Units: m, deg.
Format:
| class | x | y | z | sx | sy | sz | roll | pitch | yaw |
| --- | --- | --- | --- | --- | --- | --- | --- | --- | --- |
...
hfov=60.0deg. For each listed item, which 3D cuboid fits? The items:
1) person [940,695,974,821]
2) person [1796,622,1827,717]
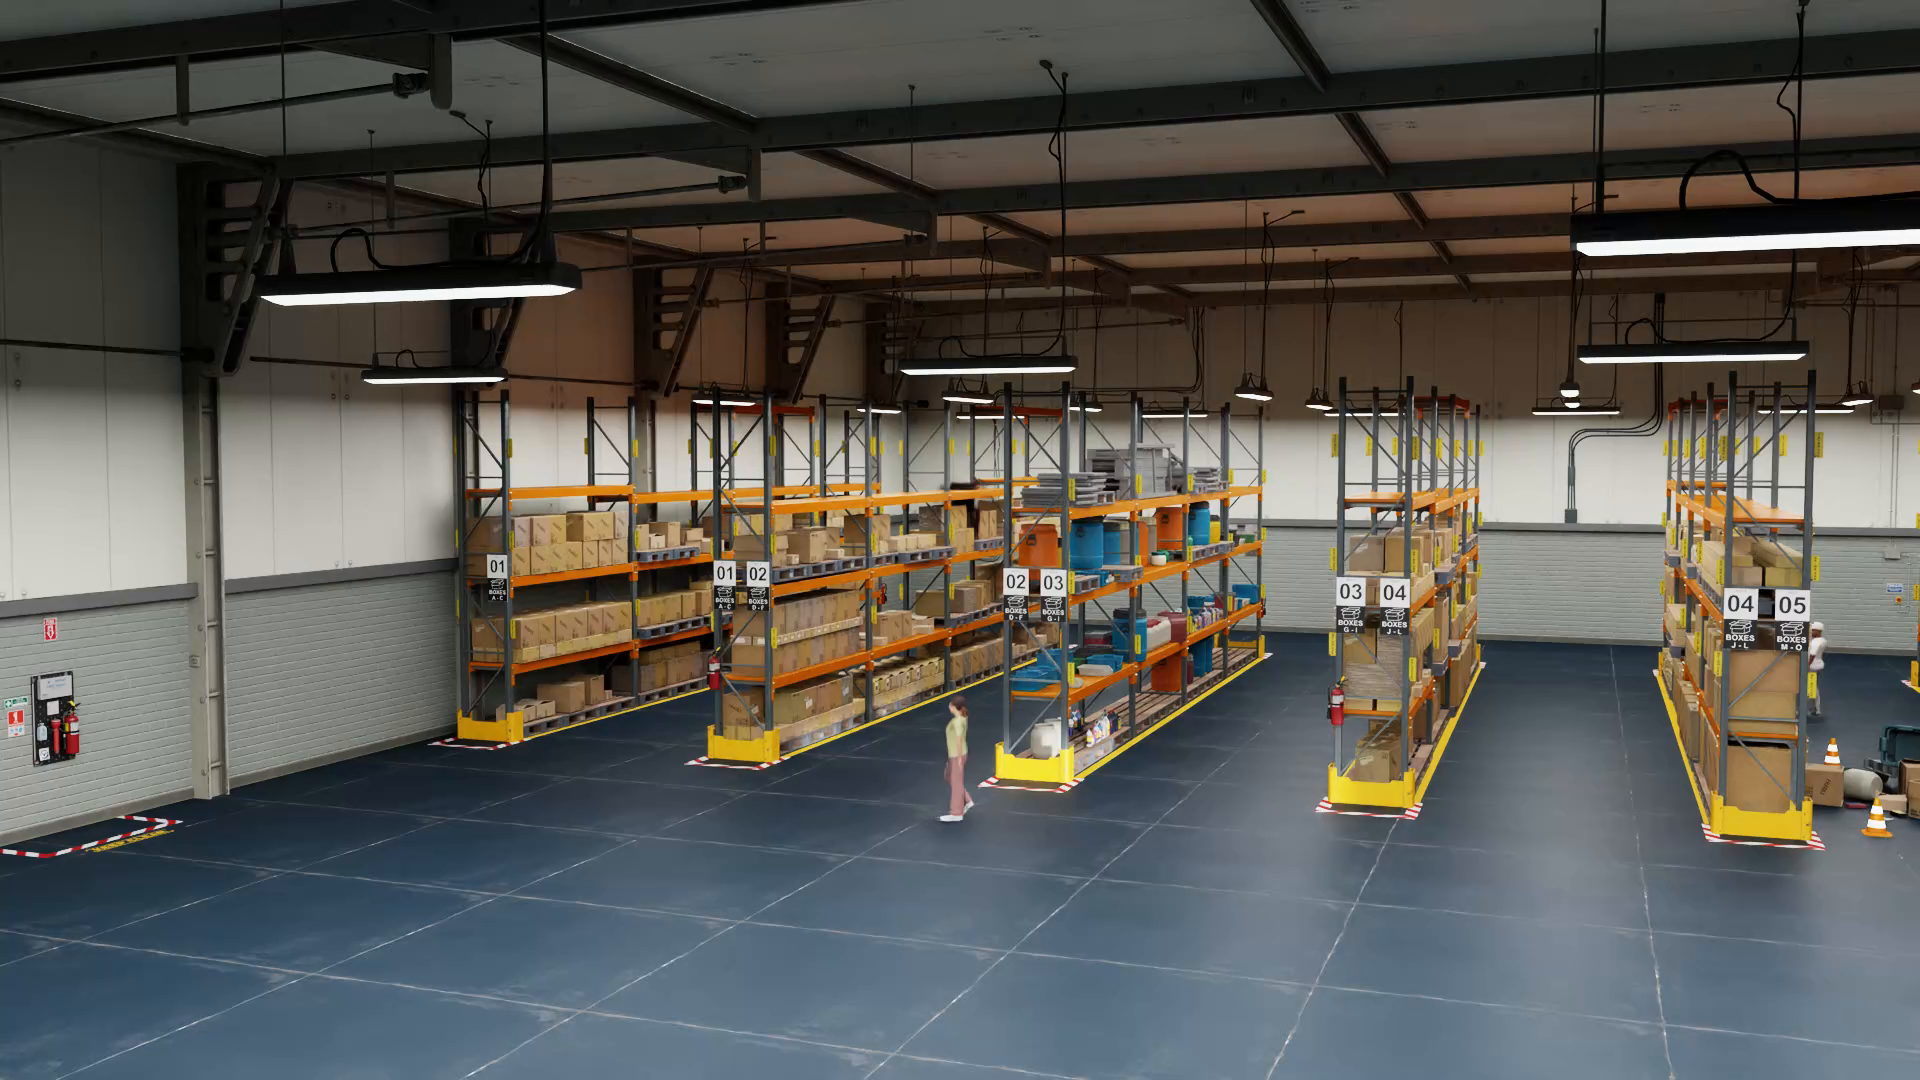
| class | x | y | z | sx | sy | sz | roll | pitch | yaw |
| --- | --- | --- | --- | --- | --- | --- | --- | --- | --- |
| person | -0.037 | 2.919 | 22.384 | 0.450 | 1.681 | 0.503 | 0 | 3 | 2 |
| person | 15.855 | 2.429 | 30.991 | 0.624 | 1.808 | 0.512 | -2 | 4 | -33 |
